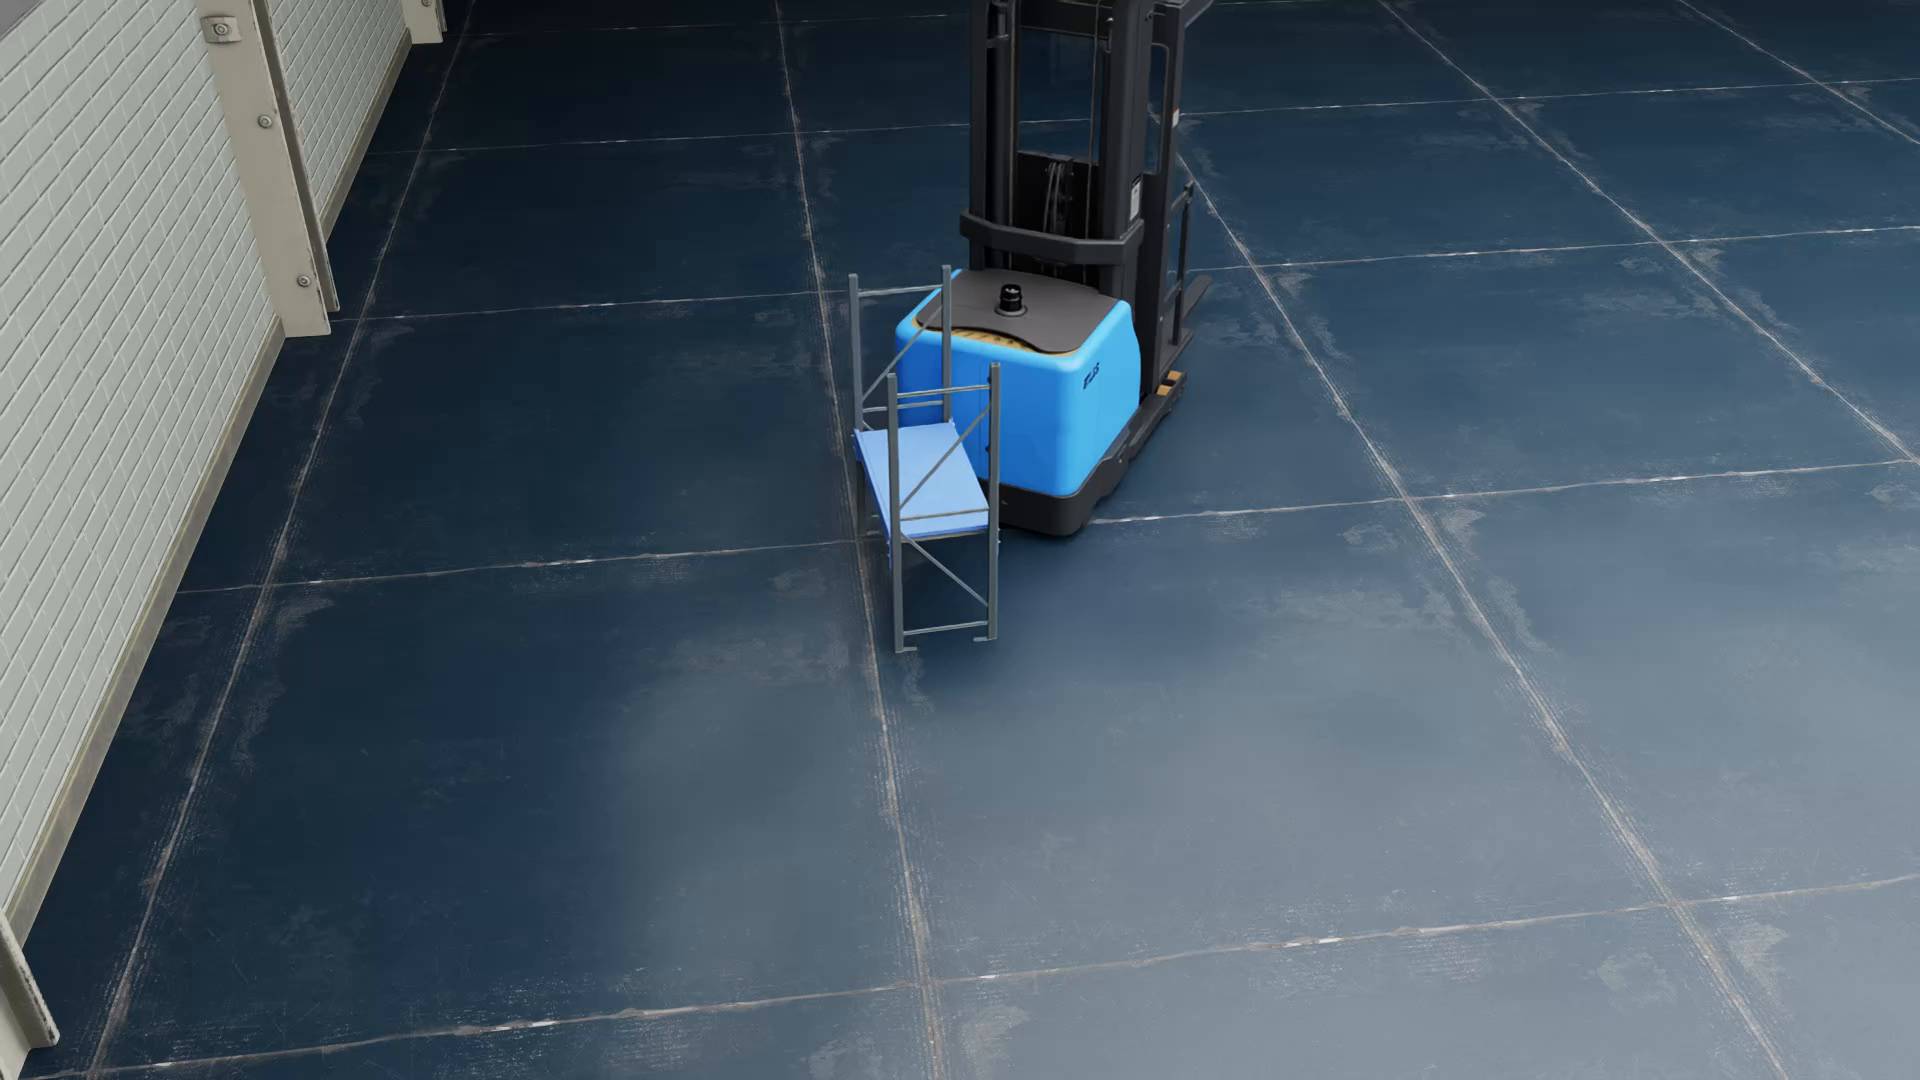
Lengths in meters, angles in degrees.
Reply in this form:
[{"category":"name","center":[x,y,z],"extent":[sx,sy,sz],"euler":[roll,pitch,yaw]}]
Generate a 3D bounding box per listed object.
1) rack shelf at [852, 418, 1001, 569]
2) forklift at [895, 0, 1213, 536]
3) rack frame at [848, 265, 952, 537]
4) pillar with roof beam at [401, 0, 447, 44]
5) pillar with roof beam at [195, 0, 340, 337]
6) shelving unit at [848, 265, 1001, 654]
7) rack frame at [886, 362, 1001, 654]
[{"category":"rack shelf","center":[-0.180,-0.244,8.096],"extent":[0.538,0.185,1.000],"euler":[-7,35,-10]},{"category":"forklift","center":[0.717,-2.052,9.158],"extent":[1.130,2.935,3.031],"euler":[14,37,20]},{"category":"rack frame","center":[-0.289,-0.672,8.405],"extent":[0.500,1.500,0.032],"euler":[-7,35,-10]},{"category":"pillar with roof beam","center":[-0.772,-8.812,13.689],"extent":[9.100,9.000,0.400],"euler":[-4,35,-6]},{"category":"pillar with roof beam","center":[0.035,-5.463,8.776],"extent":[9.100,9.000,0.400],"euler":[-4,35,-6]},{"category":"shelving unit","center":[-0.180,-0.393,7.995],"extent":[0.538,1.500,1.048],"euler":[-7,35,-10]},{"category":"rack frame","center":[-0.071,-0.113,7.584],"extent":[0.500,1.500,0.032],"euler":[-7,35,-10]}]
